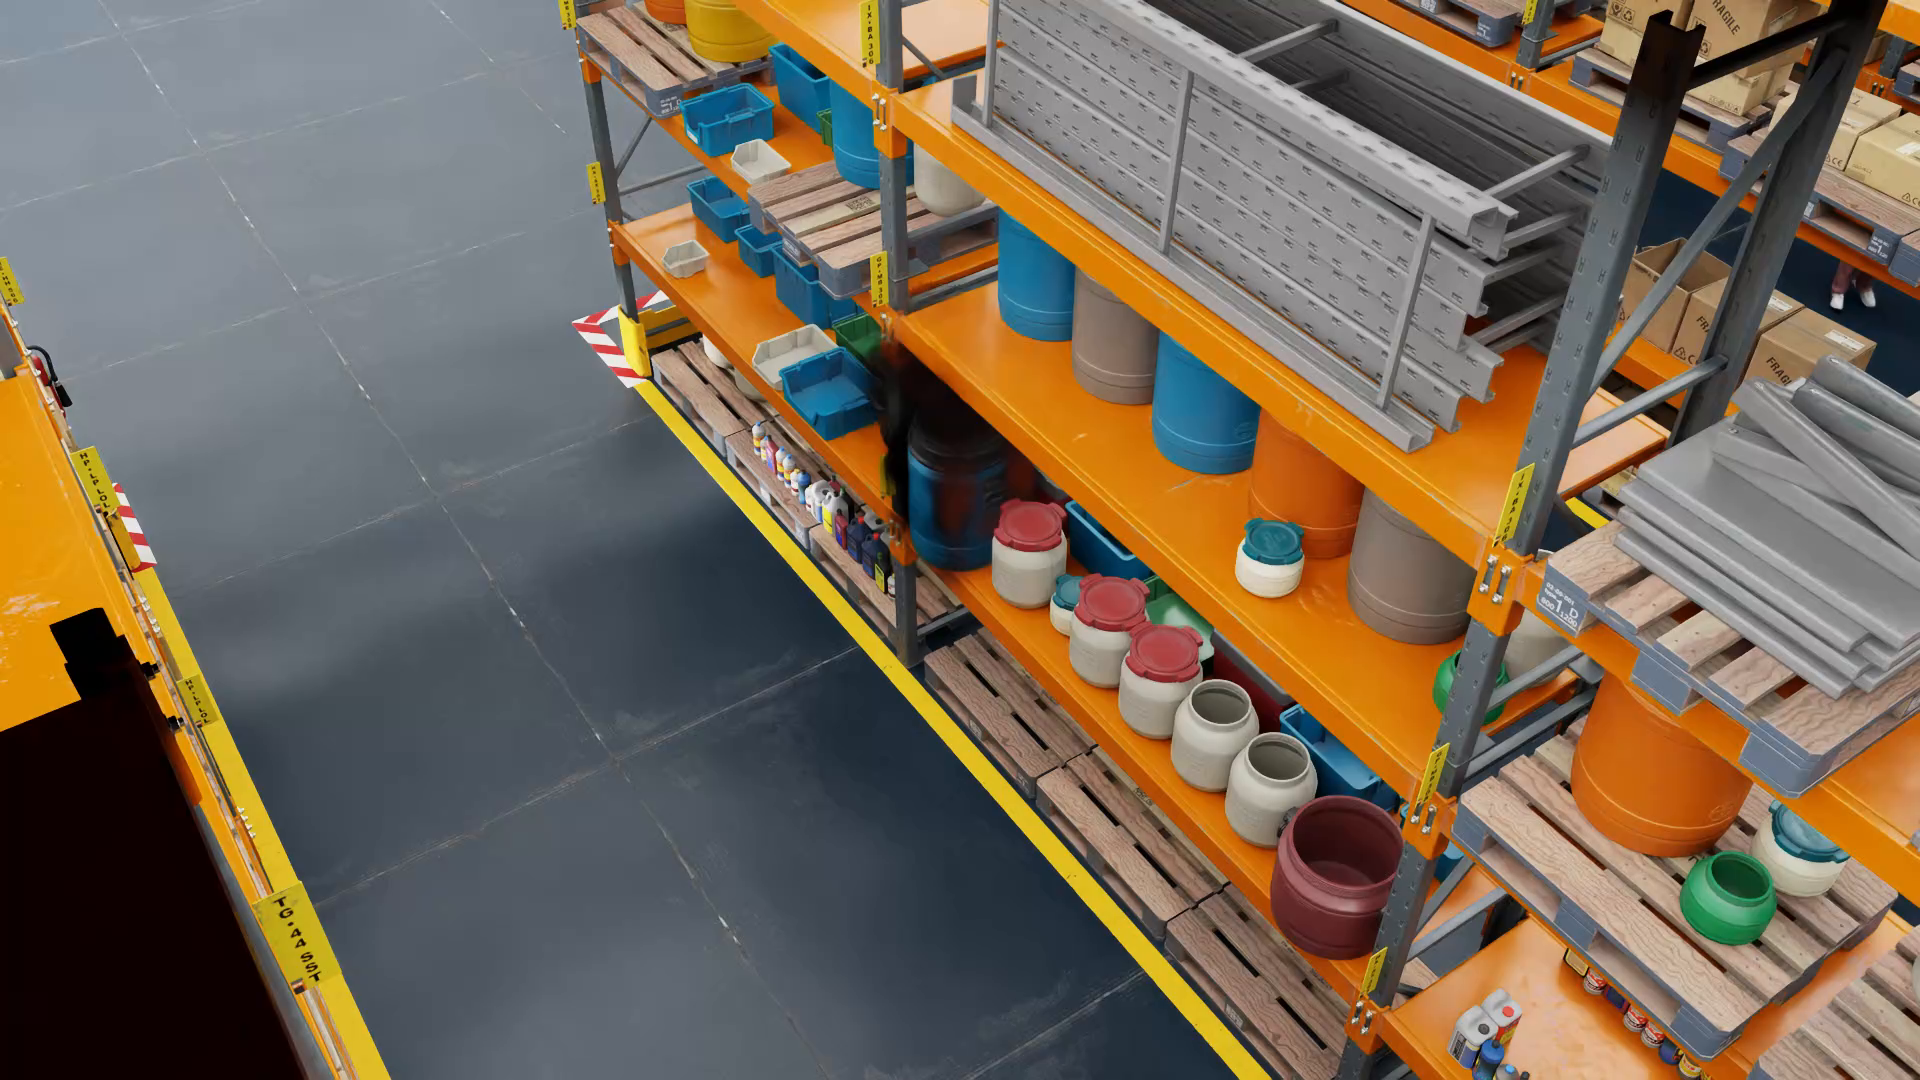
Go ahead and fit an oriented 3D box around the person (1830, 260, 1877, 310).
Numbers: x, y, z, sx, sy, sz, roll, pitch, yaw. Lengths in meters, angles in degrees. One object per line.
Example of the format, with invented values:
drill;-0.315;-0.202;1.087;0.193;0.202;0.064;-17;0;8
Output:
person;7.407;-2.618;13.361;0.458;1.675;0.409;26;48;25
